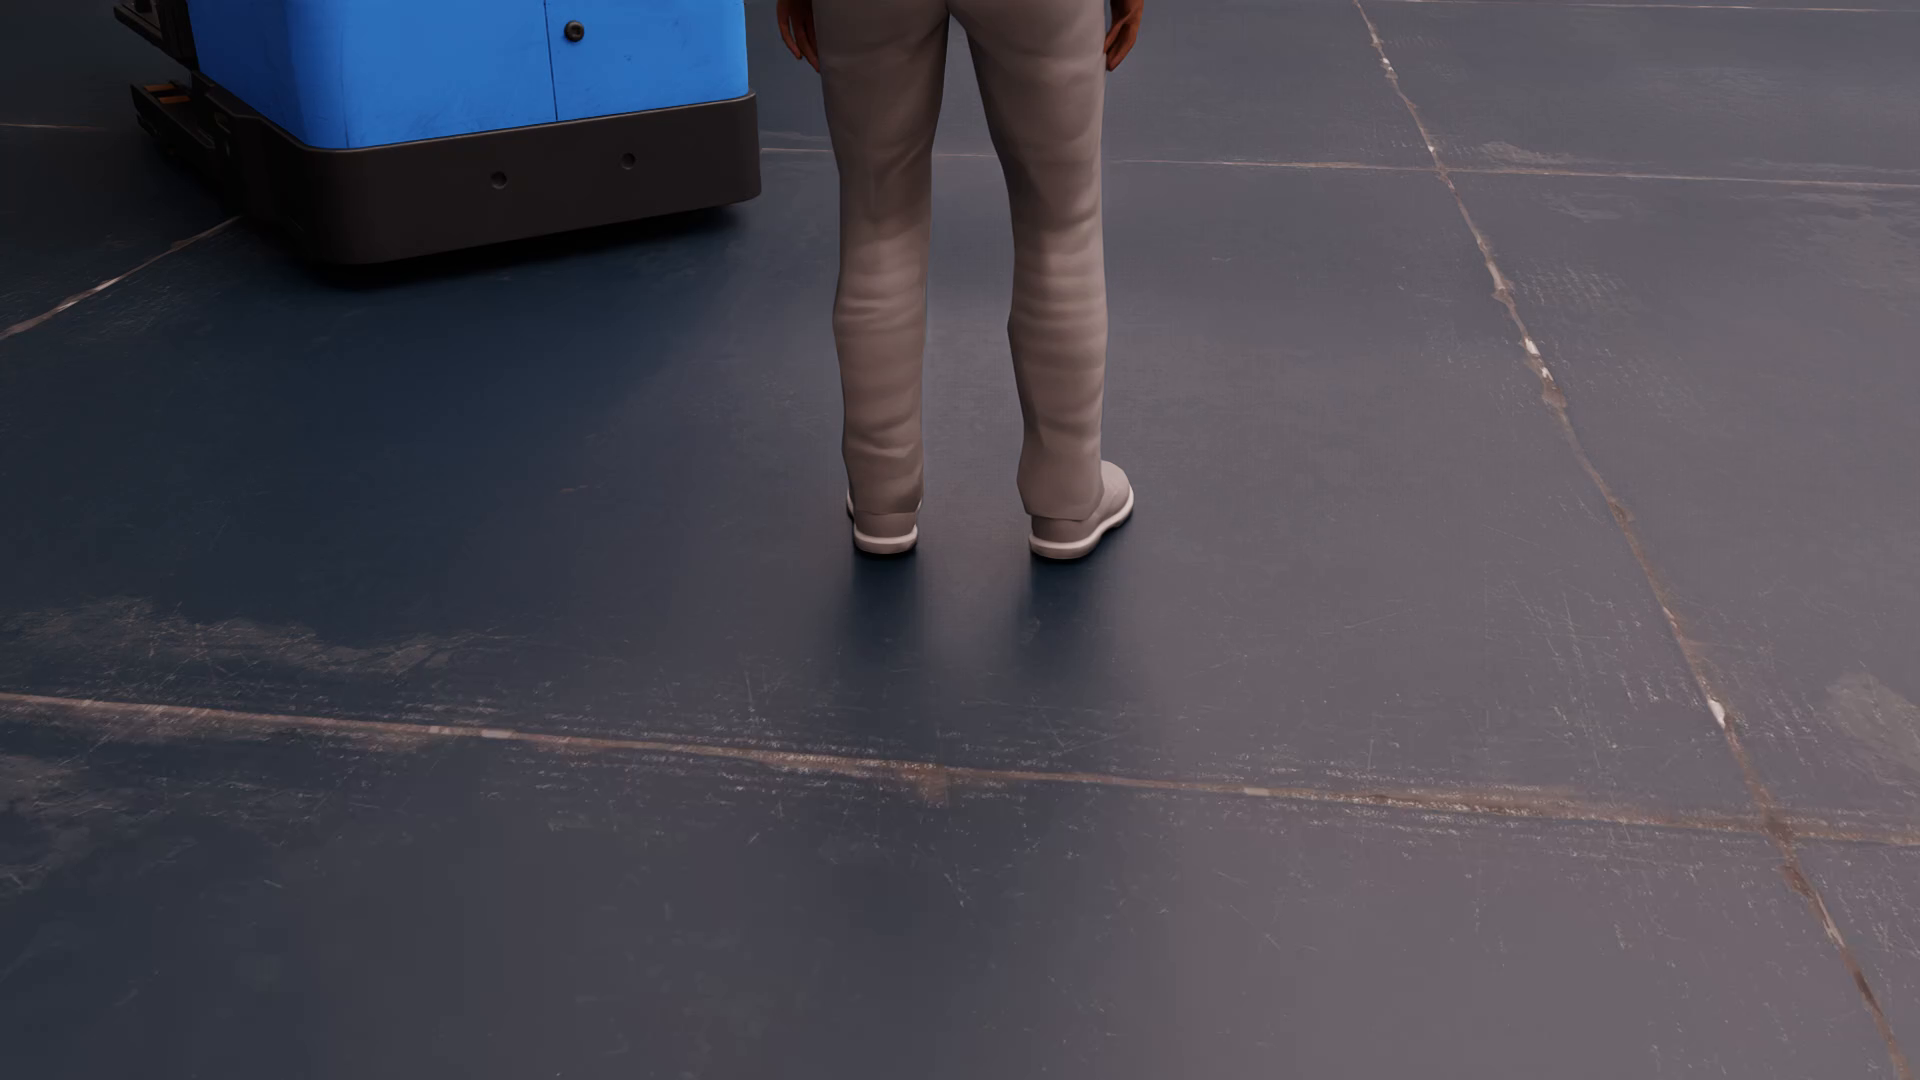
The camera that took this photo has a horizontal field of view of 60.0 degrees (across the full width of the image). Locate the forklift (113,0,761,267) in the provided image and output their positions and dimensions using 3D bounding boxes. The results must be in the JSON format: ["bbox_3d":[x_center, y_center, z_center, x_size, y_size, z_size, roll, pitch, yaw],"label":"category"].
[{"bbox_3d":[-1.728,-2.496,4.221,1.130,2.935,3.031,-17,31,-30],"label":"forklift"}]

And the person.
[{"bbox_3d":[0.005,-0.757,2.163,0.513,1.657,0.393,3,27,5],"label":"person"}]
